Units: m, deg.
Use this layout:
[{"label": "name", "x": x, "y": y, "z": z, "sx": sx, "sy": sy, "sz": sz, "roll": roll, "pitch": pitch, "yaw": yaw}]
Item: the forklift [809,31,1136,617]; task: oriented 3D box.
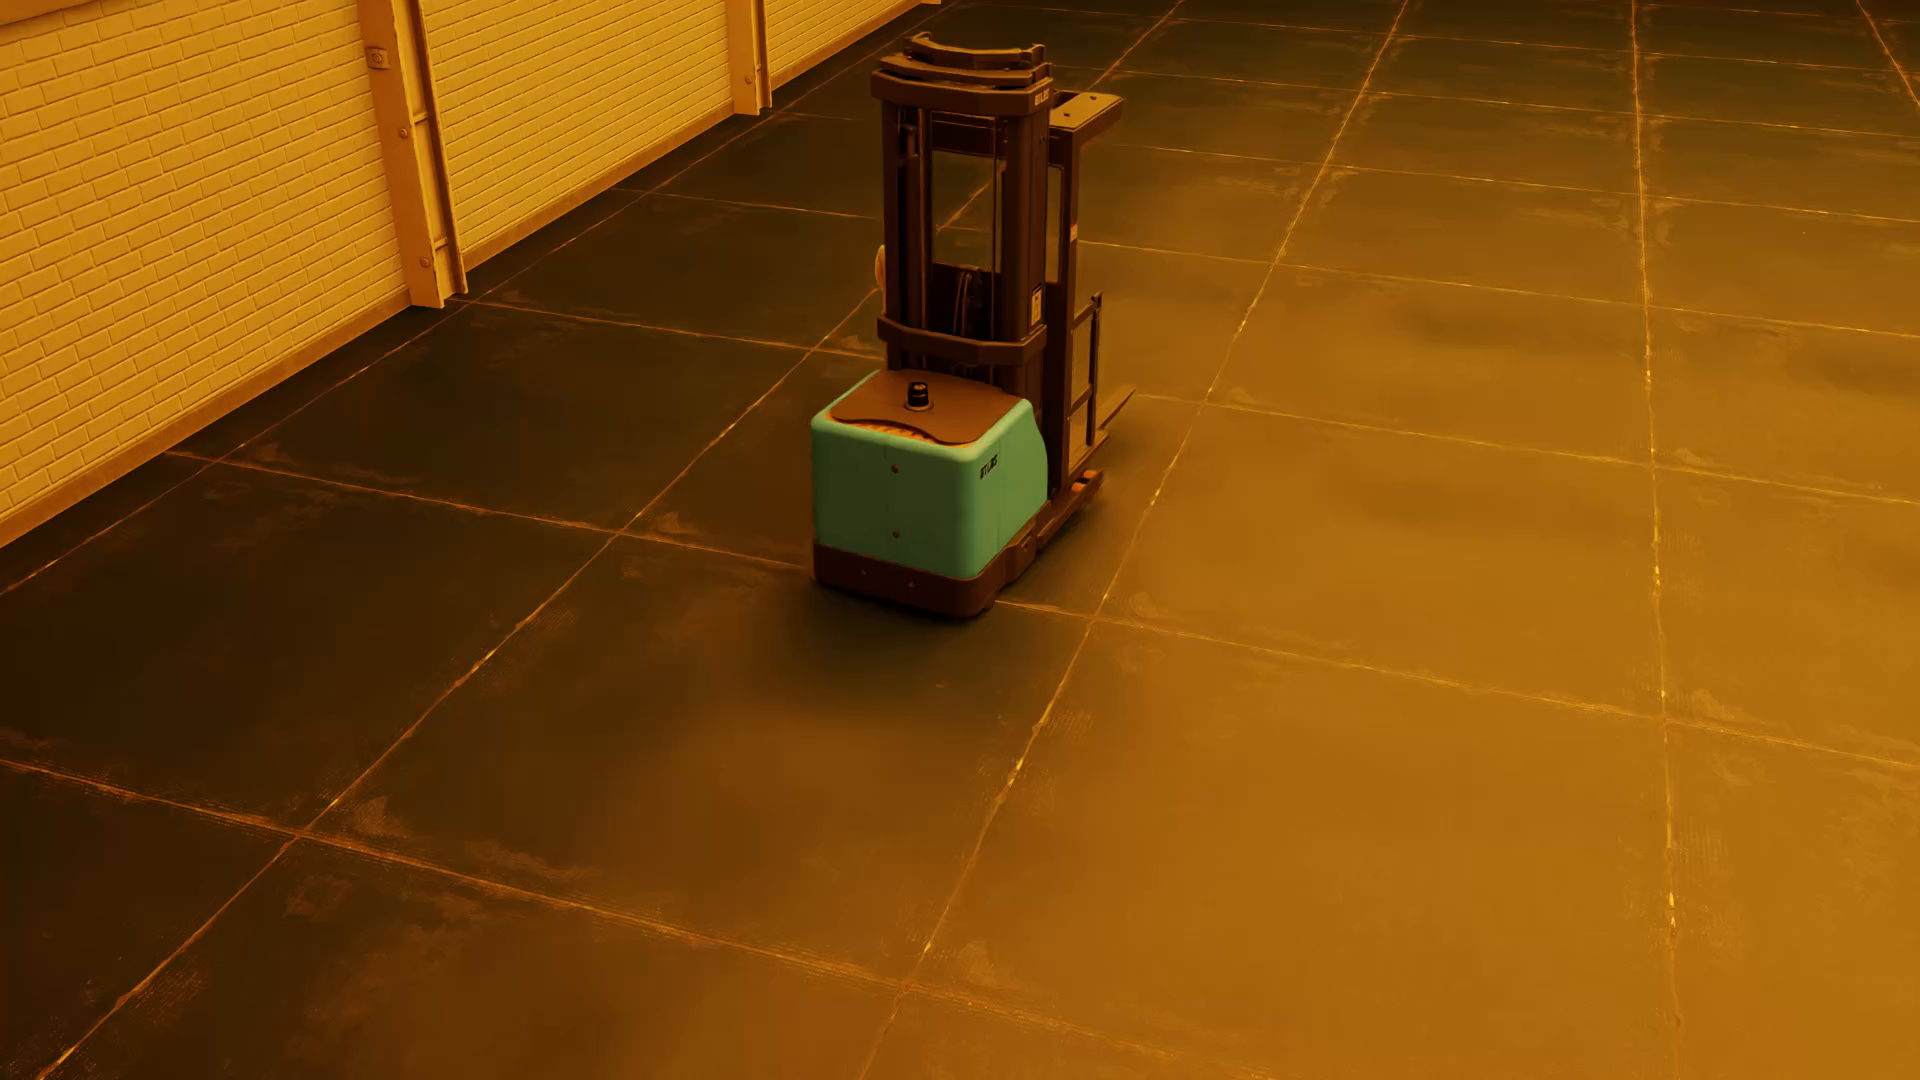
[{"label": "forklift", "x": 0.256, "y": -1.552, "z": 9.860, "sx": 1.130, "sy": 2.935, "sz": 3.031, "roll": 14, "pitch": 32, "yaw": 22}]

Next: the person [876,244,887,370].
[{"label": "person", "x": -0.285, "y": -1.510, "z": 11.204, "sx": 0.576, "sy": 1.539, "sz": 0.826, "roll": 9, "pitch": 31, "yaw": 16}]
